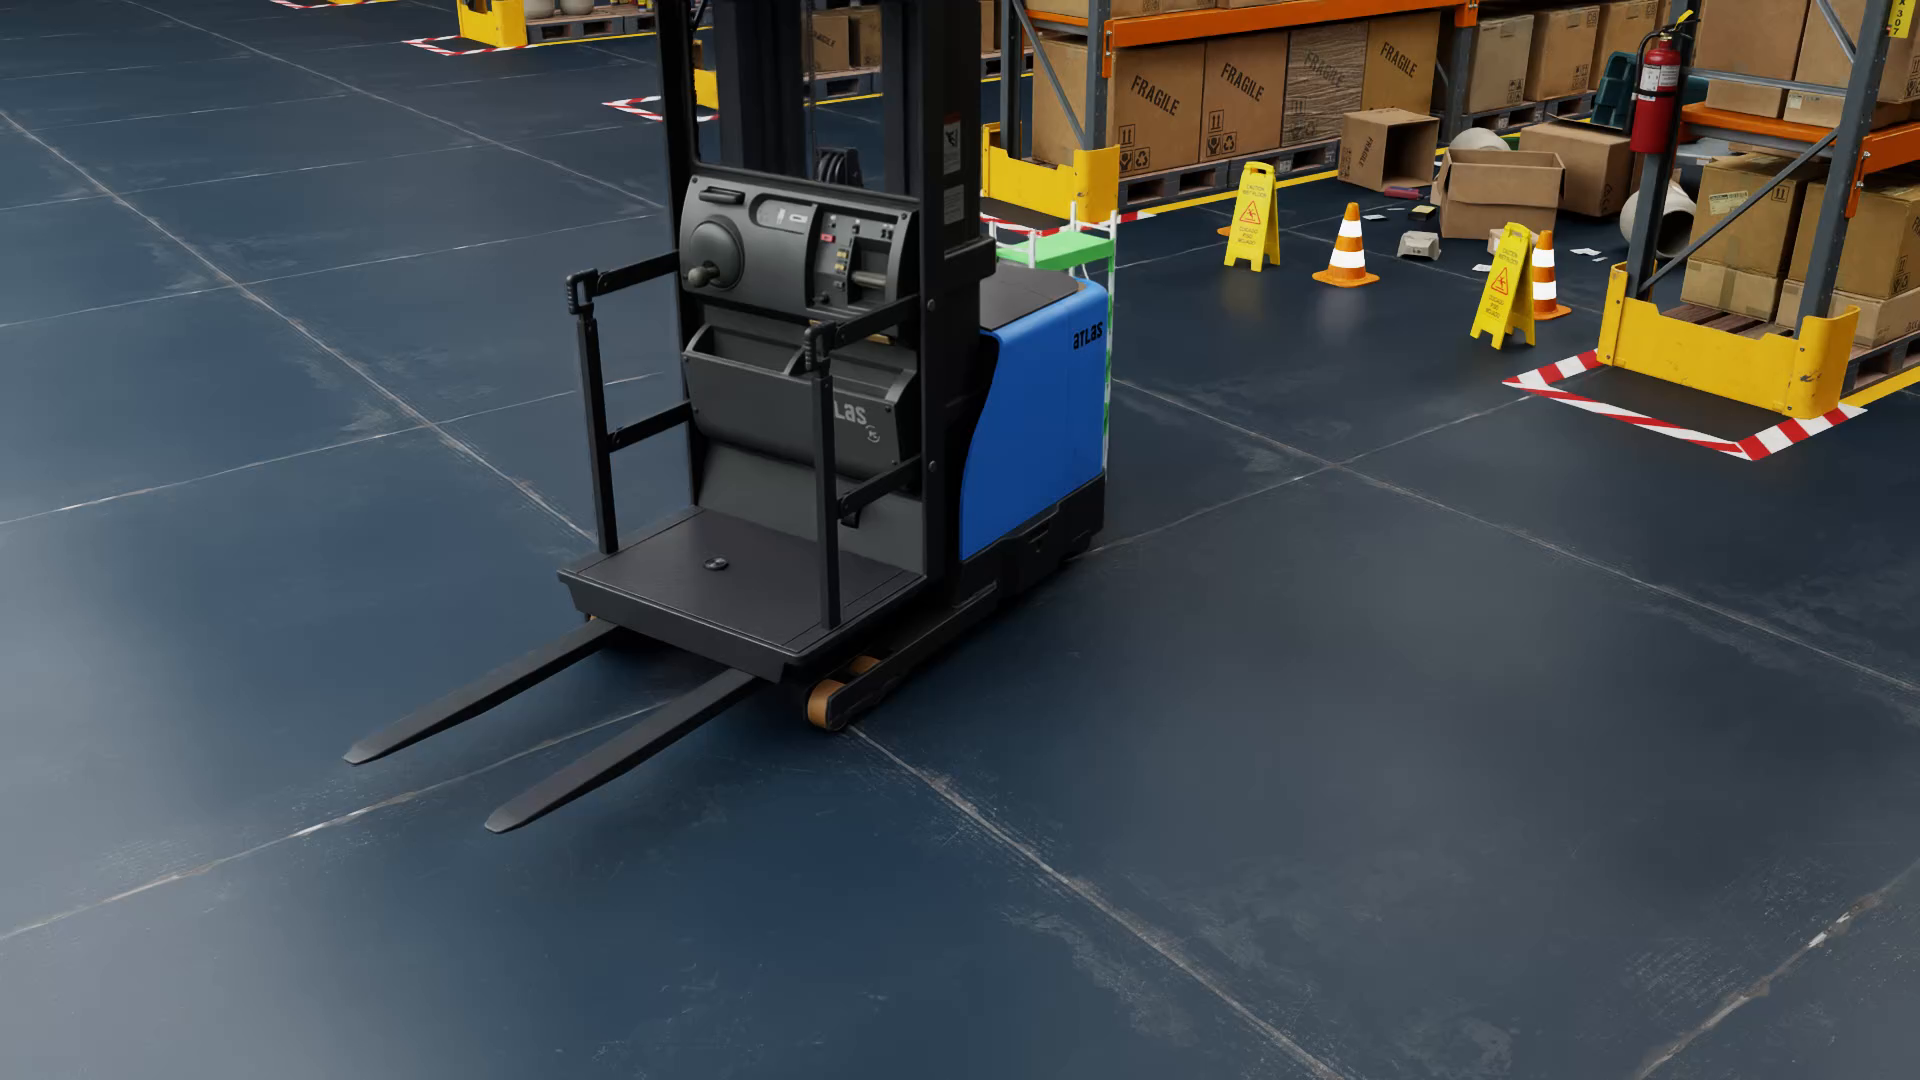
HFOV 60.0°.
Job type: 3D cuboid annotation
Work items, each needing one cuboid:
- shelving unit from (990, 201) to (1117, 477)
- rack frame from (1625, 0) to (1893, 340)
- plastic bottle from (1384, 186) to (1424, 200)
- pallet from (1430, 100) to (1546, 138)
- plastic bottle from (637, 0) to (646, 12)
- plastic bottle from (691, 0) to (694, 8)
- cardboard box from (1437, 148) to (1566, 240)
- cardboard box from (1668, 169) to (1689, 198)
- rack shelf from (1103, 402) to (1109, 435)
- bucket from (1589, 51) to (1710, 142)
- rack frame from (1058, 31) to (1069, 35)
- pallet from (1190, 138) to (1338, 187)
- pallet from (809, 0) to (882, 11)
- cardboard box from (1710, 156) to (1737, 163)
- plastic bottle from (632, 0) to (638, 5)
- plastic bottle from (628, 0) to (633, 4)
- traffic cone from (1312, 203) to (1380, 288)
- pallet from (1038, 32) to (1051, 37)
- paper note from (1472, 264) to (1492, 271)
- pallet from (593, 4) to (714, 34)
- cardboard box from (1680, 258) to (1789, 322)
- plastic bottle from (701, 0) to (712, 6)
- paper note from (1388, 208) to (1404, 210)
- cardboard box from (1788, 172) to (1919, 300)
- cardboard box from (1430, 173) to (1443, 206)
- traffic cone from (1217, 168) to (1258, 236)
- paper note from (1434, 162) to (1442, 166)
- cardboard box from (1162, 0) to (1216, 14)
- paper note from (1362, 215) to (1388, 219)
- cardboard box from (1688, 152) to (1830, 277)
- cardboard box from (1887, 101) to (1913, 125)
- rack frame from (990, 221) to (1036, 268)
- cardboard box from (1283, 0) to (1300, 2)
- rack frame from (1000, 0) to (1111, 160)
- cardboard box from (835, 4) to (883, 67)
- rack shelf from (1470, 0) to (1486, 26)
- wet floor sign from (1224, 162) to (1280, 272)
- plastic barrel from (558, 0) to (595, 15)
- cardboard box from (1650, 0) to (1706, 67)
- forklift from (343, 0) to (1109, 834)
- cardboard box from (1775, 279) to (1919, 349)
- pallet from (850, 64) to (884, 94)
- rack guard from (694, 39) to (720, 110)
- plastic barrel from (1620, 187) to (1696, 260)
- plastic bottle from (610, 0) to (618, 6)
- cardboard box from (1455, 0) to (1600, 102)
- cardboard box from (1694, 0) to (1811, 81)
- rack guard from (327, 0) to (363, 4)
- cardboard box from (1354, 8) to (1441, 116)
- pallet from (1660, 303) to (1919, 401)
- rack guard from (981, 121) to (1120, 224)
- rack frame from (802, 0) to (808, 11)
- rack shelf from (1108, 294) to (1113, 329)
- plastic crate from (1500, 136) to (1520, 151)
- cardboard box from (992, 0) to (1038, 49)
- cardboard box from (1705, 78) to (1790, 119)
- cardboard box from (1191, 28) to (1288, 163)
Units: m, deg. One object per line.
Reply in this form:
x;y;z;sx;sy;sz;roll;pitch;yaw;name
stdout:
0.381;-0.764;6.972;0.503;1.200;0.258;-23;33;-40;shelving unit
3.778;-2.147;7.813;0.127;3.000;1.000;-18;31;-34;rack frame
3.253;-2.528;12.124;0.283;0.061;0.133;15;29;29;plastic bottle
4.352;-3.760;14.601;1.213;0.211;1.003;-18;31;-34;pallet
-3.774;-6.400;19.696;0.097;0.271;0.097;0;25;0;plastic bottle
-3.266;-6.568;20.058;0.097;0.271;0.097;0;25;0;plastic bottle
3.598;-2.310;11.129;0.797;0.503;0.637;5;25;11;cardboard box
4.960;-2.445;11.704;0.258;0.266;0.396;5;25;11;cardboard box
0.381;-0.489;7.100;0.480;0.148;0.258;-23;33;-40;rack shelf
5.107;-3.205;12.176;0.620;0.611;0.726;2;23;-21;bucket
0.811;-6.469;17.126;0.127;3.000;1.000;-18;31;-34;rack frame
2.184;-3.045;13.059;1.213;0.211;1.003;-18;31;-34;pallet
-1.652;-7.062;21.715;1.213;0.211;1.003;-18;31;-34;pallet
5.243;-2.226;10.949;0.500;0.500;0.500;1;25;2;cardboard box
-3.937;-6.682;20.288;0.133;0.283;0.061;-18;31;-34;plastic bottle
-4.003;-6.714;20.365;0.135;0.276;0.152;-18;30;-34;plastic bottle
2.368;-1.815;10.111;0.334;0.463;0.336;-18;31;-34;traffic cone
1.422;-5.407;18.150;1.213;0.211;1.003;-18;31;-34;pallet
3.294;-1.705;10.388;0.148;0.019;0.142;15;29;29;paper note
-3.761;-6.366;20.215;1.213;0.211;1.003;-18;31;-34;pallet
4.267;-1.396;8.961;0.500;0.250;0.500;-18;31;-34;cardboard box
-3.110;-6.636;20.199;0.135;0.276;0.152;-18;30;-33;plastic bottle
3.092;-2.346;11.793;0.123;0.001;0.032;-3;25;-7;paper note
4.602;-1.555;8.414;0.500;0.500;0.500;-19;31;-36;cardboard box
3.576;-2.503;11.828;0.258;0.266;0.396;-13;28;-25;cardboard box
1.938;-2.277;11.108;0.334;0.463;0.336;-18;31;-34;traffic cone
3.821;-2.979;13.131;0.147;0.020;0.142;5;25;11;paper note
1.327;-4.090;11.822;0.550;0.550;0.875;-18;31;-34;cardboard box
2.893;-2.247;11.558;0.142;0.017;0.144;-8;26;-16;paper note
4.248;-1.725;8.780;0.500;0.500;0.500;-18;30;-34;cardboard box
4.363;-2.123;8.060;0.250;0.149;0.380;-18;30;-33;cardboard box
0.208;-0.692;6.815;0.015;1.200;0.240;-23;33;-40;rack frame
2.237;-4.345;12.372;0.500;0.550;0.875;-18;31;-34;cardboard box
0.644;-3.761;11.290;0.127;3.000;1.000;-18;31;-34;rack frame
-0.882;-4.966;16.358;0.500;0.500;0.500;-15;29;-29;cardboard box
5.366;-4.993;14.800;4.000;0.370;1.077;-18;31;-34;rack shelf
1.843;-2.029;10.356;0.267;0.644;0.232;21;32;37;wet floor sign
-4.528;-6.459;19.561;0.421;0.512;0.421;0;25;0;plastic barrel
6.405;-4.880;15.876;0.750;0.750;1.050;-19;31;-35;cardboard box
-0.669;-0.937;5.288;1.130;2.935;3.031;16;29;31;forklift
4.583;-1.208;8.558;0.500;0.250;0.500;-19;31;-34;cardboard box
-0.657;-4.699;16.625;1.213;0.211;1.003;-18;31;-34;pallet
-2.277;-4.316;15.456;0.348;0.500;1.175;-18;31;-34;rack guard
4.469;-2.017;10.592;0.421;0.421;0.512;1;25;2;plastic barrel
-4.219;-6.623;20.260;0.097;0.201;0.097;0;25;0;plastic bottle
4.986;-4.410;14.863;0.750;0.750;1.050;-18;31;-34;cardboard box
4.035;-2.560;8.230;0.500;0.500;0.500;-19;31;-35;cardboard box
-8.466;-7.573;22.473;0.348;0.500;1.175;-18;31;-34;rack guard
3.254;-3.886;13.586;0.875;0.875;0.875;-18;30;-33;cardboard box
4.499;-1.101;8.872;1.213;0.211;1.003;-18;31;-34;pallet
0.625;-2.621;11.803;0.348;0.500;1.175;-18;31;-34;rack guard
-2.246;-8.110;20.661;0.127;3.000;1.000;-18;31;-34;rack frame
0.381;-0.924;6.897;0.480;0.148;0.258;-23;33;-40;rack shelf
4.463;-3.071;13.076;0.662;0.188;0.450;-3;15;-7;plastic crate
0.471;-5.435;17.368;0.500;0.500;0.500;-19;31;-36;cardboard box
3.940;-2.201;8.228;0.250;0.149;0.380;-17;30;-32;cardboard box
1.828;-3.415;12.569;0.875;0.875;0.875;-19;31;-35;cardboard box
